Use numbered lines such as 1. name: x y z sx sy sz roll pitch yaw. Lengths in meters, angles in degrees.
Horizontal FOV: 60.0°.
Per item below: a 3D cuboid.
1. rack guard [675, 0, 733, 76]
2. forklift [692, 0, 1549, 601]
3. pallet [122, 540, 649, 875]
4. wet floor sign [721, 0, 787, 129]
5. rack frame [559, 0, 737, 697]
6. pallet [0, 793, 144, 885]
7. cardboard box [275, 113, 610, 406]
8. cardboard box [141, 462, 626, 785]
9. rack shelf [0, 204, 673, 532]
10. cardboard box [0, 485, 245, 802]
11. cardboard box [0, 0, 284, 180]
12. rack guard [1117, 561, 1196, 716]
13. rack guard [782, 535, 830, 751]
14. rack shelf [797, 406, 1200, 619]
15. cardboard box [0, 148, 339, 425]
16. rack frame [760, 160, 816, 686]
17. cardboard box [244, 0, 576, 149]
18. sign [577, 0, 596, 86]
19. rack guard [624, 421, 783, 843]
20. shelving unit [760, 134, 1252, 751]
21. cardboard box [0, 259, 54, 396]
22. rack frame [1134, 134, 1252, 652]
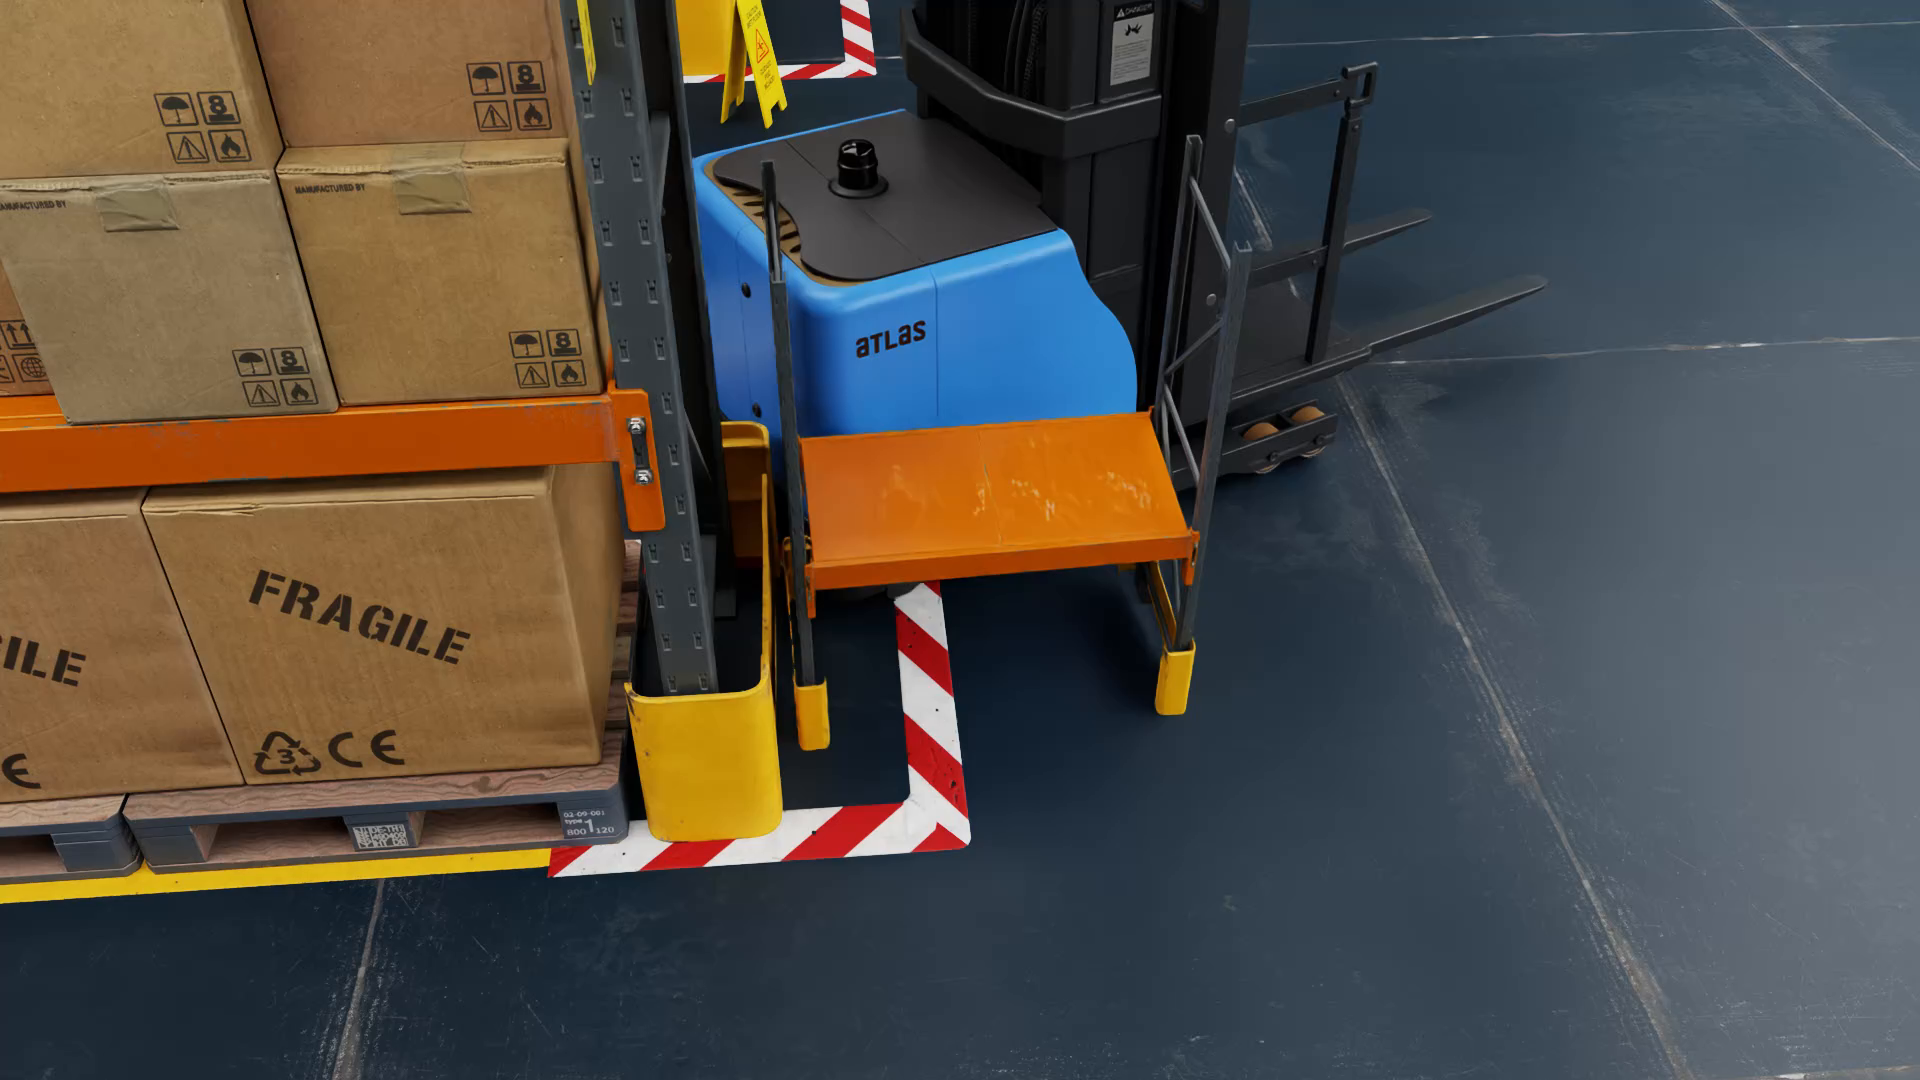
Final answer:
1. rack guard: -1.321 -2.829 8.432 0.348 0.500 1.175 -3 38 -4
2. forklift: 0.679 -1.636 4.957 3.031 2.935 1.130 -19 42 -23
3. pallet: -1.496 0.421 4.547 1.213 0.211 1.003 -3 38 -4
4. wet floor sign: -0.961 -2.241 7.569 0.232 0.644 0.267 9 39 12
5. rack frame: -0.706 -0.766 3.800 0.127 3.000 1.000 -3 38 -4
6. pallet: -2.708 0.486 4.464 1.213 0.211 1.003 -3 38 -4
7. cardboard box: -1.072 -0.777 3.692 0.550 0.550 0.875 -3 38 -4
8. cardboard box: -1.376 -0.019 4.229 0.875 0.875 0.875 -3 38 -4
9. rack shelf: -2.698 -0.374 3.883 4.000 0.370 1.077 -3 38 -4
10. cardboard box: -2.252 0.031 4.166 0.875 0.875 0.875 -4 38 -5
11. cardboard box: -1.619 -1.166 3.313 0.550 0.550 0.875 -3 38 -4
12. rack guard: 0.555 0.197 4.754 0.087 0.250 0.587 -5 44 -6
13. rack guard: -0.432 0.280 4.650 0.087 0.250 0.587 -5 44 -6
14. rack shelf: 0.076 -0.085 4.396 1.000 0.185 0.538 -5 44 -6
15. cardboard box: -1.618 -0.733 3.637 0.550 0.550 0.875 -3 38 -4
16. rack frame: -0.426 -0.172 4.218 0.032 1.500 0.500 -5 44 -6
17. cardboard box: -1.079 -1.253 3.423 0.550 0.550 0.875 -3 38 -4
18. sign: -0.672 -0.978 2.942 0.005 0.325 0.100 -3 38 -4
19. rack guard: -0.682 0.214 4.576 0.348 0.500 1.175 -3 38 -4
20. shelving unit: 0.069 -0.214 4.271 1.083 1.500 0.587 -5 44 -6
21. cardboard box: -2.186 -0.780 3.696 0.550 0.550 0.875 -3 38 -4
22. rack frame: 0.582 -0.257 4.325 0.032 1.500 0.500 -5 44 -6
